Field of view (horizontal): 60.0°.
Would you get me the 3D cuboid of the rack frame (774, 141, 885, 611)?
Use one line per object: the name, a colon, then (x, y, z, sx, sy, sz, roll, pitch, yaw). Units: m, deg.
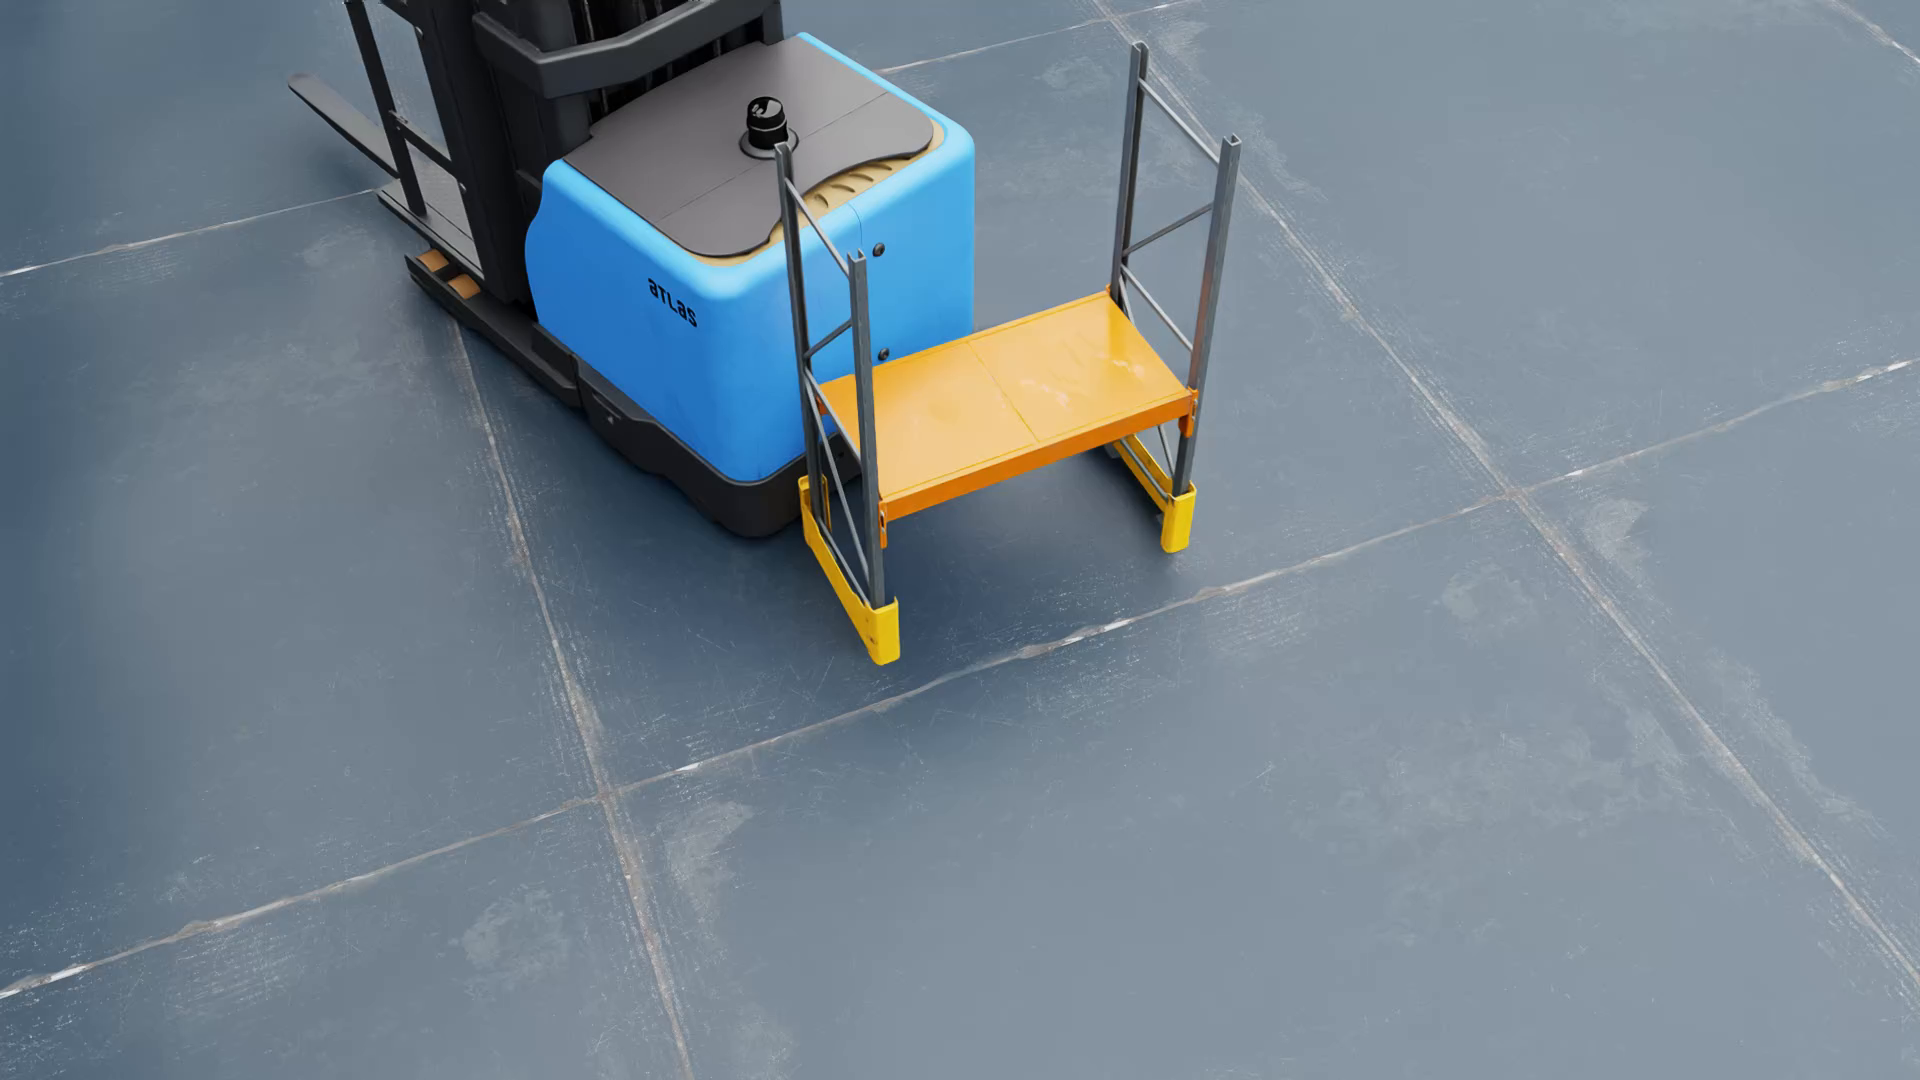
rack frame: (-0.338, -0.325, 4.541, 0.032, 1.500, 0.500, -20, 52, -17)

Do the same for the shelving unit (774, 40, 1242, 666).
shelving unit: (0.111, -0.490, 4.683, 1.083, 1.500, 0.587, -20, 52, -17)

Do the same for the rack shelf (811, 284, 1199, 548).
rack shelf: (0.119, -0.376, 4.822, 1.000, 0.185, 0.538, -20, 52, -17)

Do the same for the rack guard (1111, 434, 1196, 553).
rack guard: (0.559, -0.248, 5.298, 0.087, 0.250, 0.587, -20, 52, -17)

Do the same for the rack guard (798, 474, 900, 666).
rack guard: (-0.337, 0.082, 5.015, 0.087, 0.250, 0.587, -20, 52, -17)

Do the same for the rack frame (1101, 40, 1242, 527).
rack frame: (0.577, -0.662, 4.830, 0.032, 1.500, 0.500, -20, 52, -17)

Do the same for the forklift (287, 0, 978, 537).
forklift: (-1.334, -1.978, 5.017, 1.130, 2.935, 3.031, -37, 59, -27)
